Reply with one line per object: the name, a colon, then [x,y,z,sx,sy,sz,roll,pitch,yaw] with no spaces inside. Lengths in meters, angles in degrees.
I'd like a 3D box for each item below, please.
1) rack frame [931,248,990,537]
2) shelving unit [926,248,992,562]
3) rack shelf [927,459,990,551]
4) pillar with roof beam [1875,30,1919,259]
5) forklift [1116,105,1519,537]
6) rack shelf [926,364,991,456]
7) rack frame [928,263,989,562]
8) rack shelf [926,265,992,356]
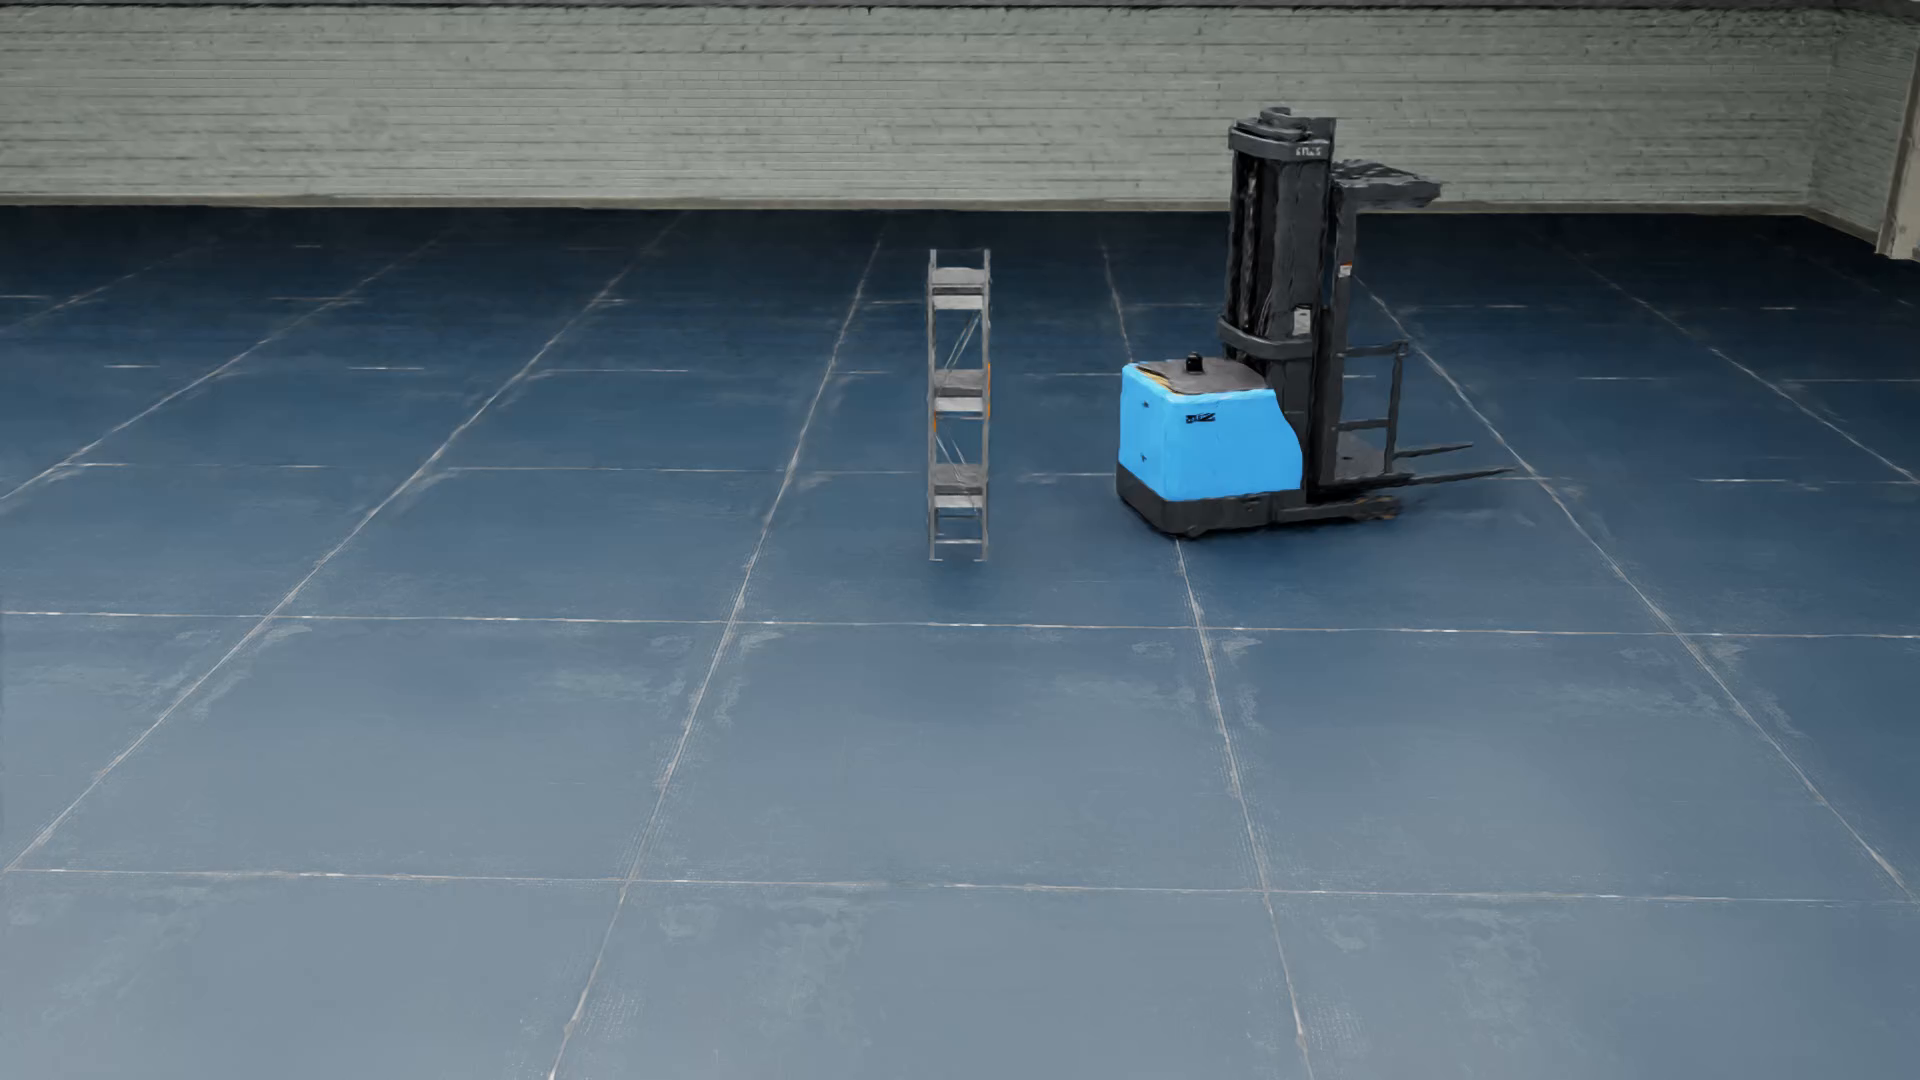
rack frame: [0.002,-1.007,11.722,0.400,2.100,0.015,1,21,2]
shelving unit: [-0.005,-0.919,11.495,0.431,2.100,0.503,1,21,2]
rack shelf: [-0.005,-0.254,11.753,0.431,0.518,0.480,1,21,2]
pillar with roof beam: [7.764,-7.909,19.973,9.100,9.000,0.400,1,21,2]
forklift: [2.776,-1.677,12.298,3.031,2.935,1.130,-6,22,-15]
rack shelf: [-0.005,-0.906,11.500,0.431,0.518,0.480,1,21,2]
rack frame: [-0.012,-0.831,11.267,0.400,2.100,0.015,1,21,2]
rack shelf: [-0.005,-1.559,11.247,0.431,0.518,0.480,1,21,2]
